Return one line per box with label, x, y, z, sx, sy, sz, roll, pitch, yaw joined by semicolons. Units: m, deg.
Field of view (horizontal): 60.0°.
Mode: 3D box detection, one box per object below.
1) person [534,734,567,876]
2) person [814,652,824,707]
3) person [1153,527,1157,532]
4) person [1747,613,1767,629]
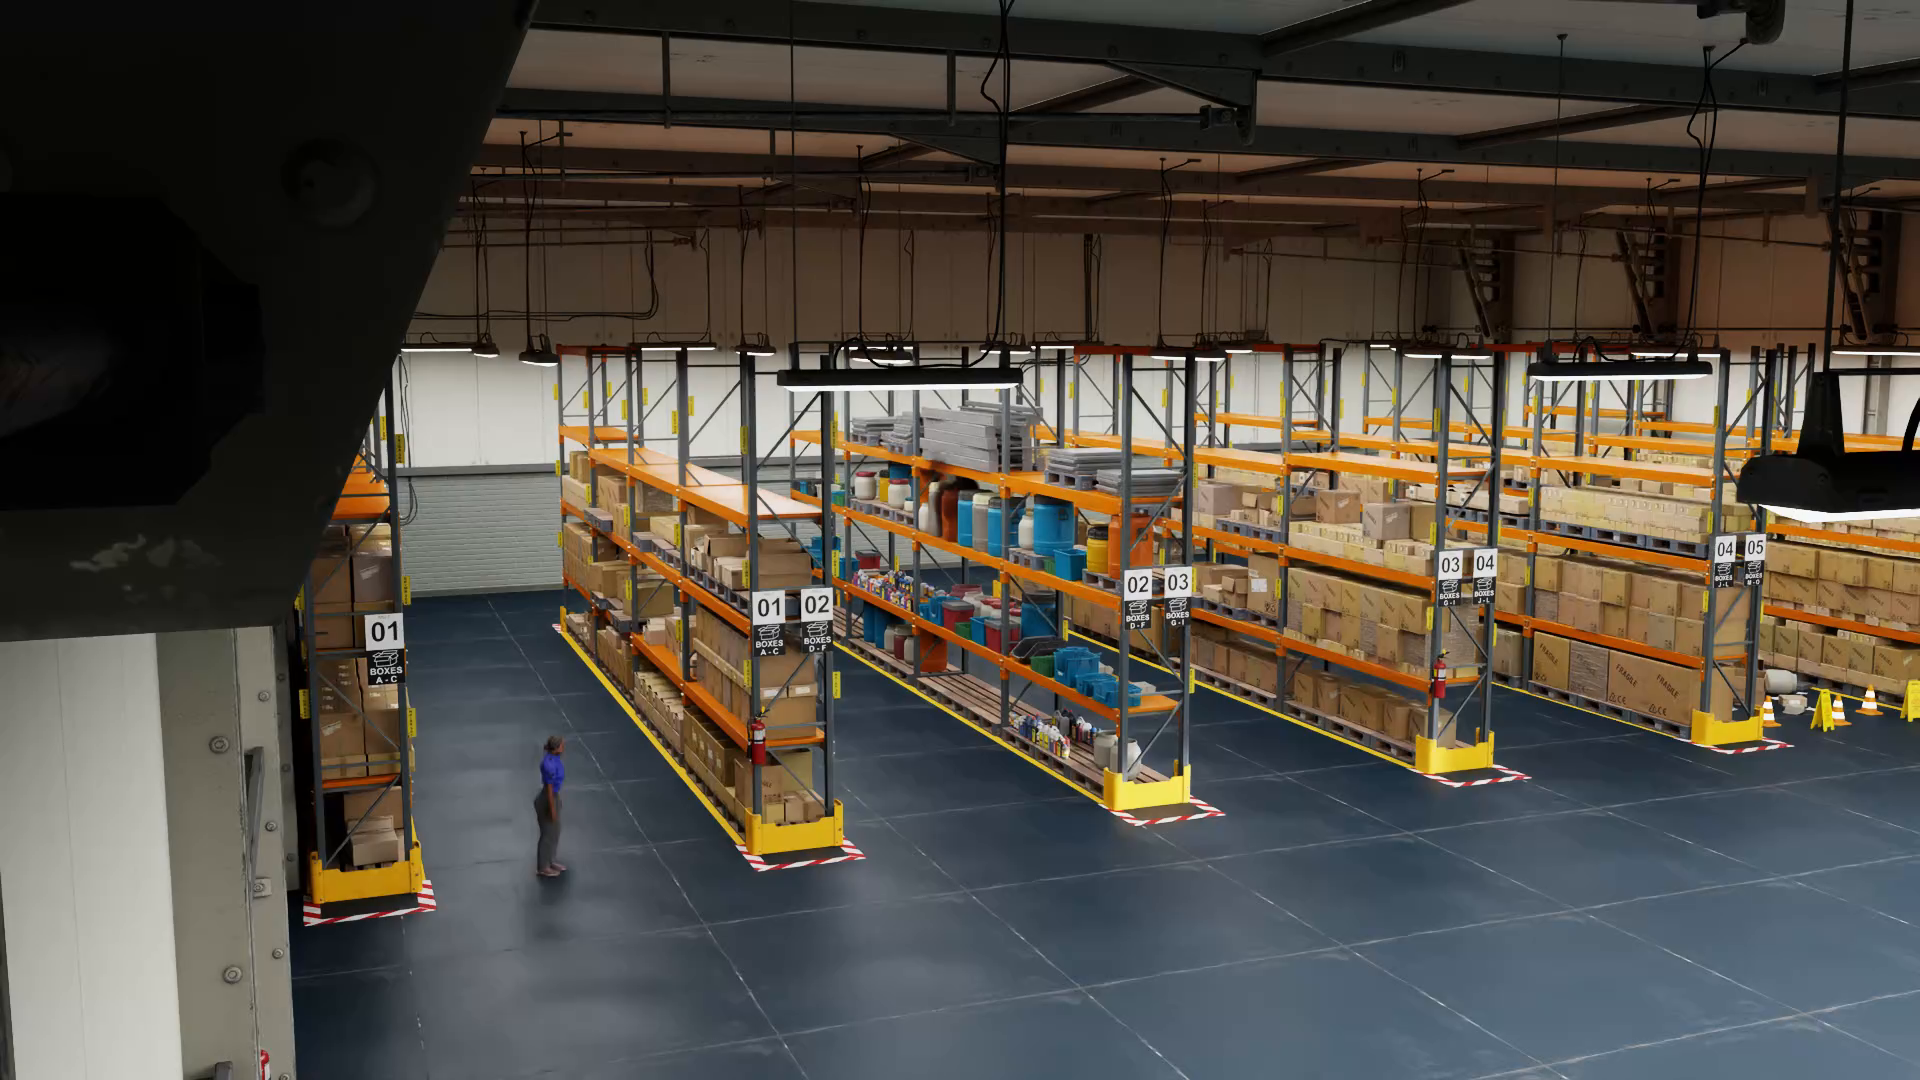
person;-4.765;3.071;19.344;0.359;1.667;0.482;-1;7;-5
person;-2.348;1.925;27.486;0.569;1.721;0.423;-7;10;-42
person;4.543;0.260;40.810;0.618;1.767;0.507;6;9;39
person;15.992;1.193;33.443;0.695;1.770;0.523;3;8;24
